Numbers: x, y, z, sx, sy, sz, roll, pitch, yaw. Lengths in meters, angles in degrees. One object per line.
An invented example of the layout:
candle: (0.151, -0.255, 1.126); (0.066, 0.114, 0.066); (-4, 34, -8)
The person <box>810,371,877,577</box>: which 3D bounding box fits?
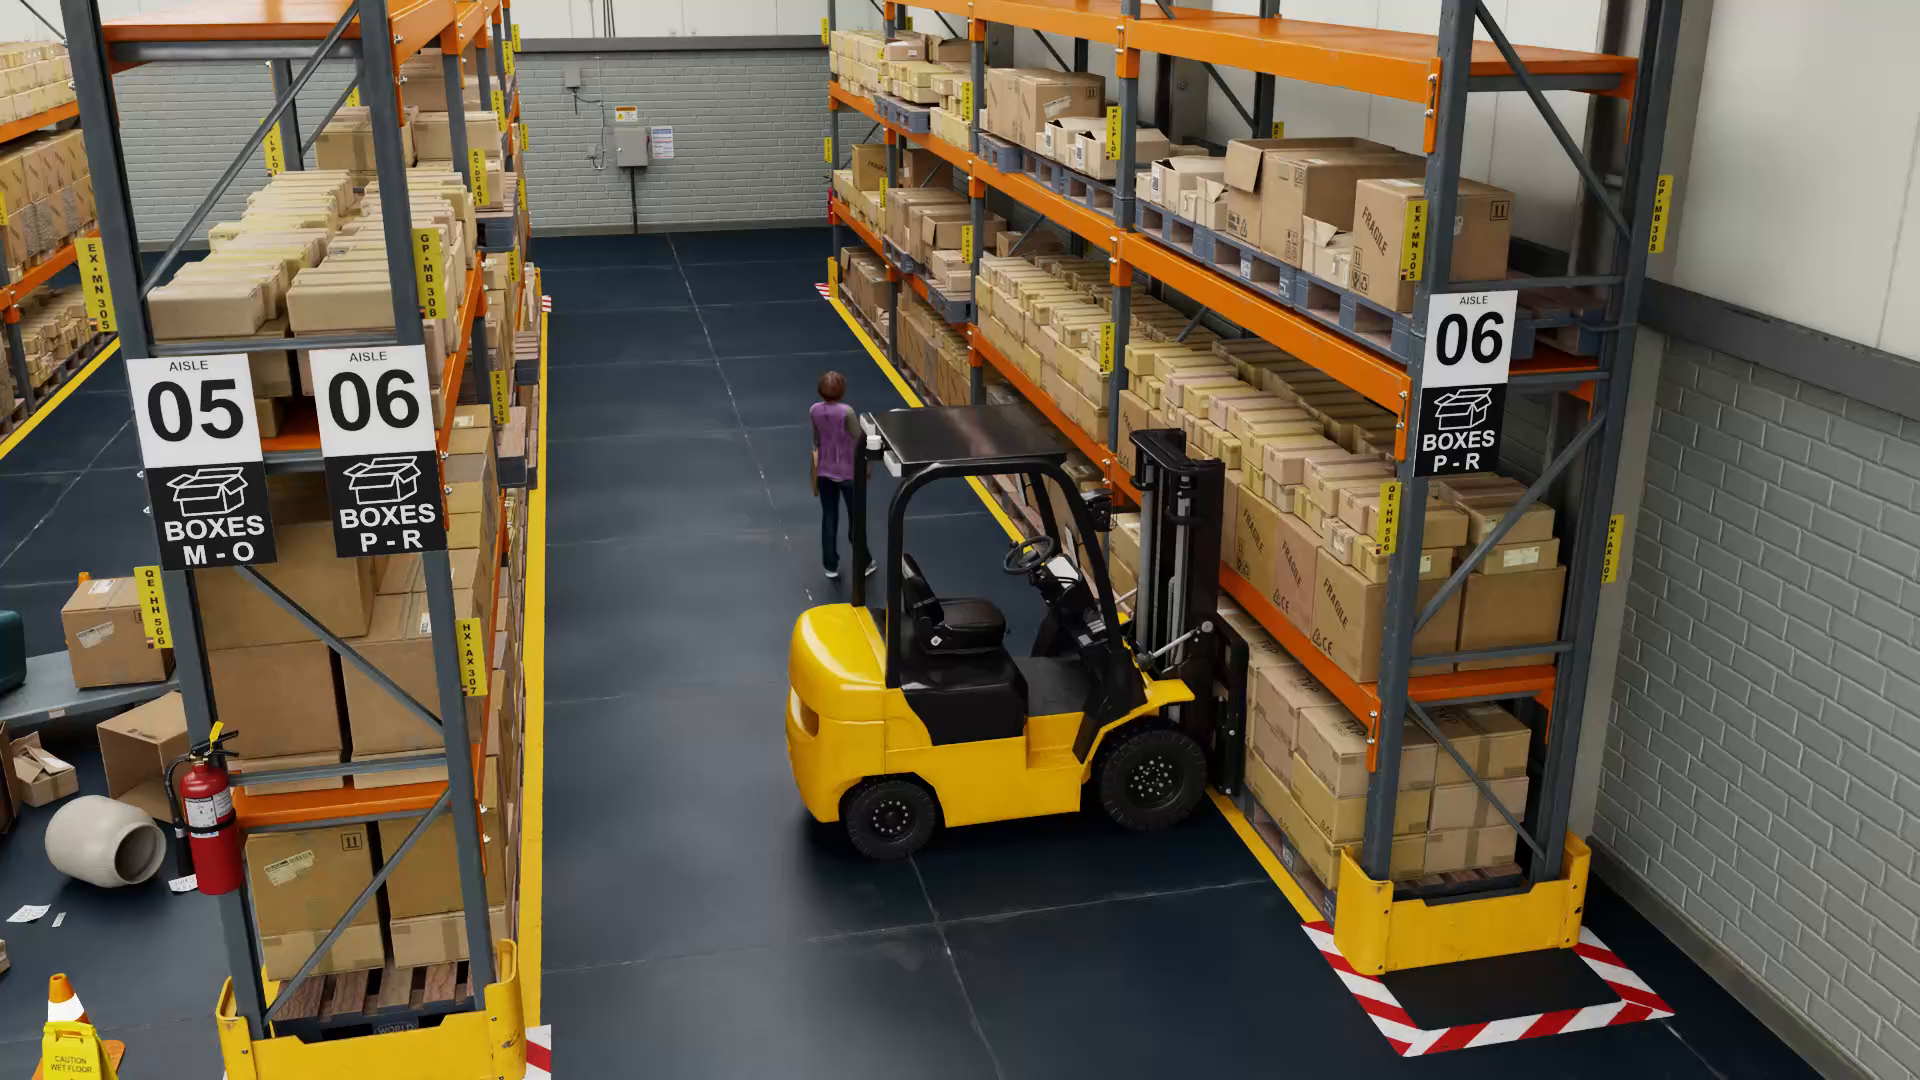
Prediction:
person: (-0.875, -0.497, 12.437); (0.434, 1.589, 0.440); (10, 22, 25)
